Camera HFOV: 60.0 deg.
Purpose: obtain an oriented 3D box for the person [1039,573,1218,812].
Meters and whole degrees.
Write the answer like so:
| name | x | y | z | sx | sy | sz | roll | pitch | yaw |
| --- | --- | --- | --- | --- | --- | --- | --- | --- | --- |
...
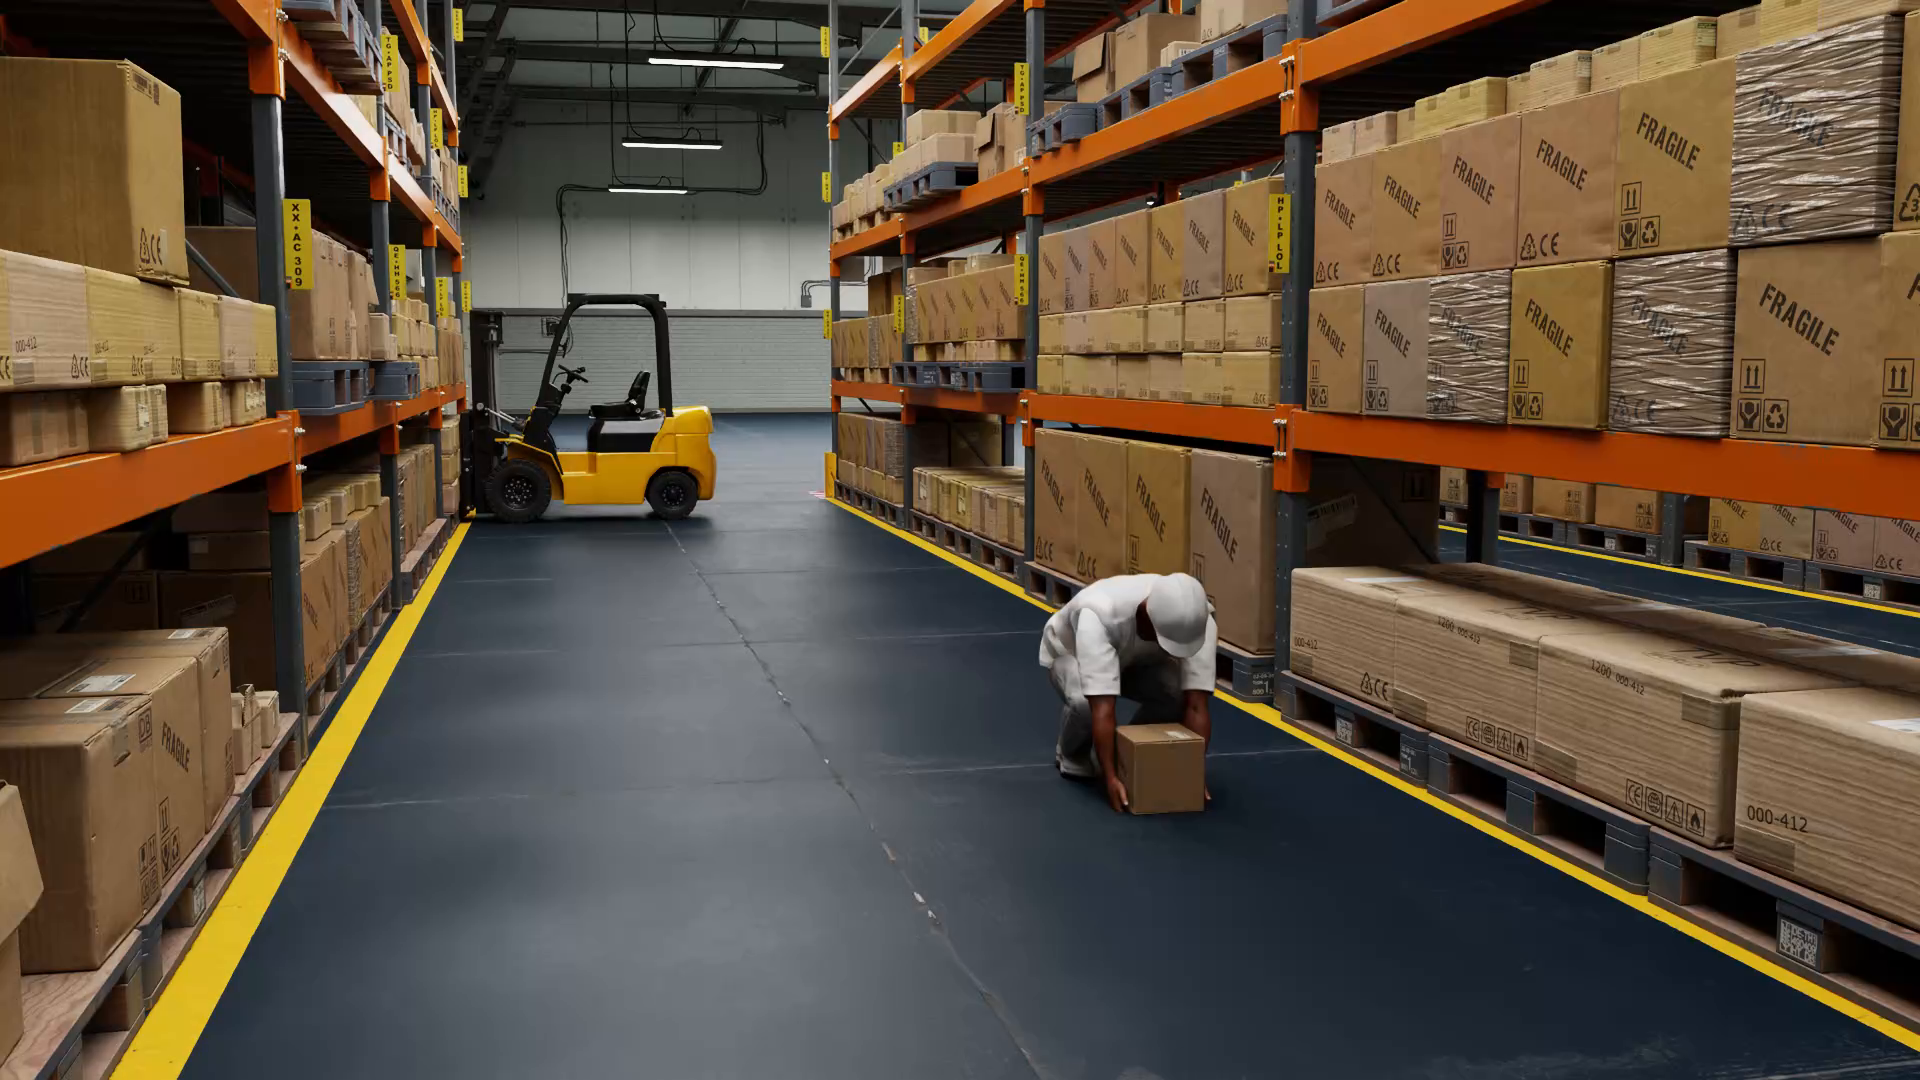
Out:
| name | x | y | z | sx | sy | sz | roll | pitch | yaw |
| --- | --- | --- | --- | --- | --- | --- | --- | --- | --- |
| person | 0.624 | 0.519 | 5.966 | 0.542 | 0.896 | 0.928 | -2 | 6 | -14 |
